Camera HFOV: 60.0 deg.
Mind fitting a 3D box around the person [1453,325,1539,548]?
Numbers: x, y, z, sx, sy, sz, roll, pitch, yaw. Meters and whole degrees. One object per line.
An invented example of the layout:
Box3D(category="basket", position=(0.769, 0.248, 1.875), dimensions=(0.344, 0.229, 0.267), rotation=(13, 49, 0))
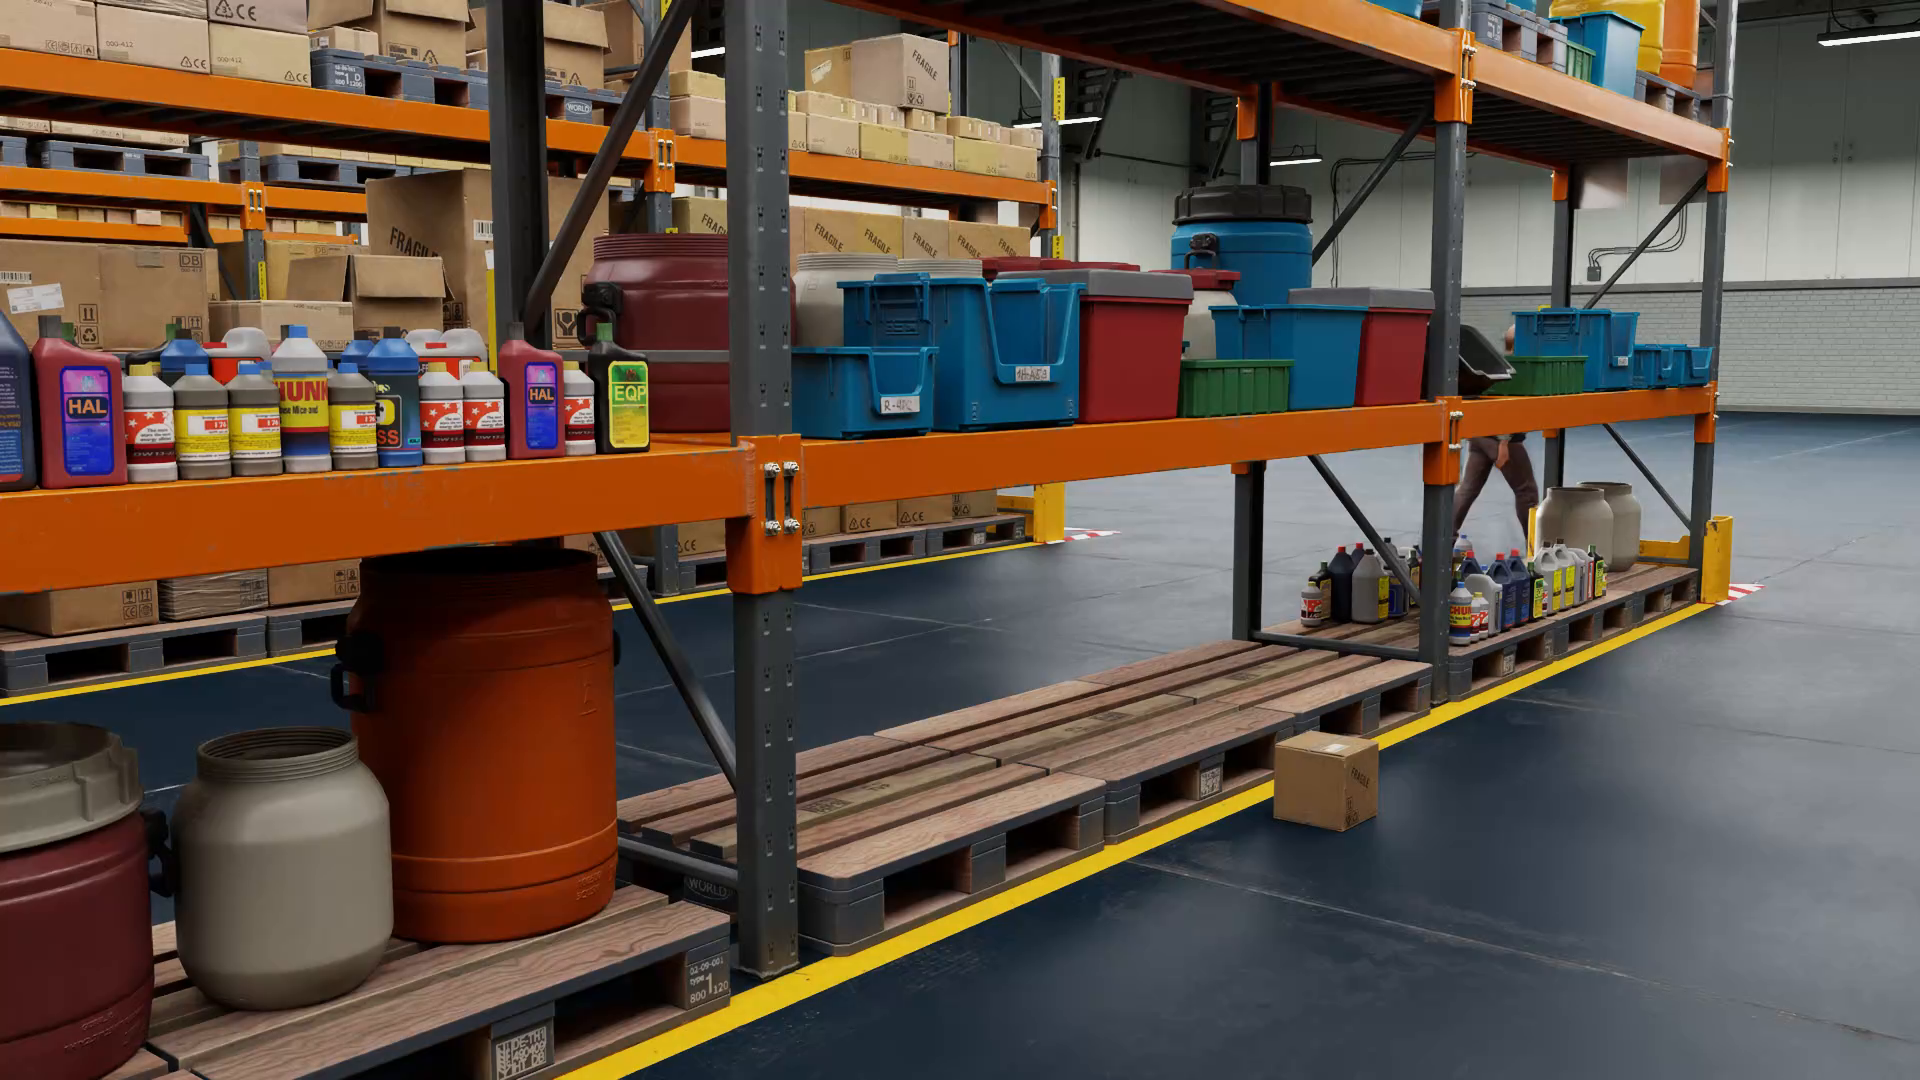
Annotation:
Box3D(category="person", position=(3.967, -0.724, 12.064), dimensions=(0.957, 1.665, 0.616), rotation=(-2, 7, -17))
